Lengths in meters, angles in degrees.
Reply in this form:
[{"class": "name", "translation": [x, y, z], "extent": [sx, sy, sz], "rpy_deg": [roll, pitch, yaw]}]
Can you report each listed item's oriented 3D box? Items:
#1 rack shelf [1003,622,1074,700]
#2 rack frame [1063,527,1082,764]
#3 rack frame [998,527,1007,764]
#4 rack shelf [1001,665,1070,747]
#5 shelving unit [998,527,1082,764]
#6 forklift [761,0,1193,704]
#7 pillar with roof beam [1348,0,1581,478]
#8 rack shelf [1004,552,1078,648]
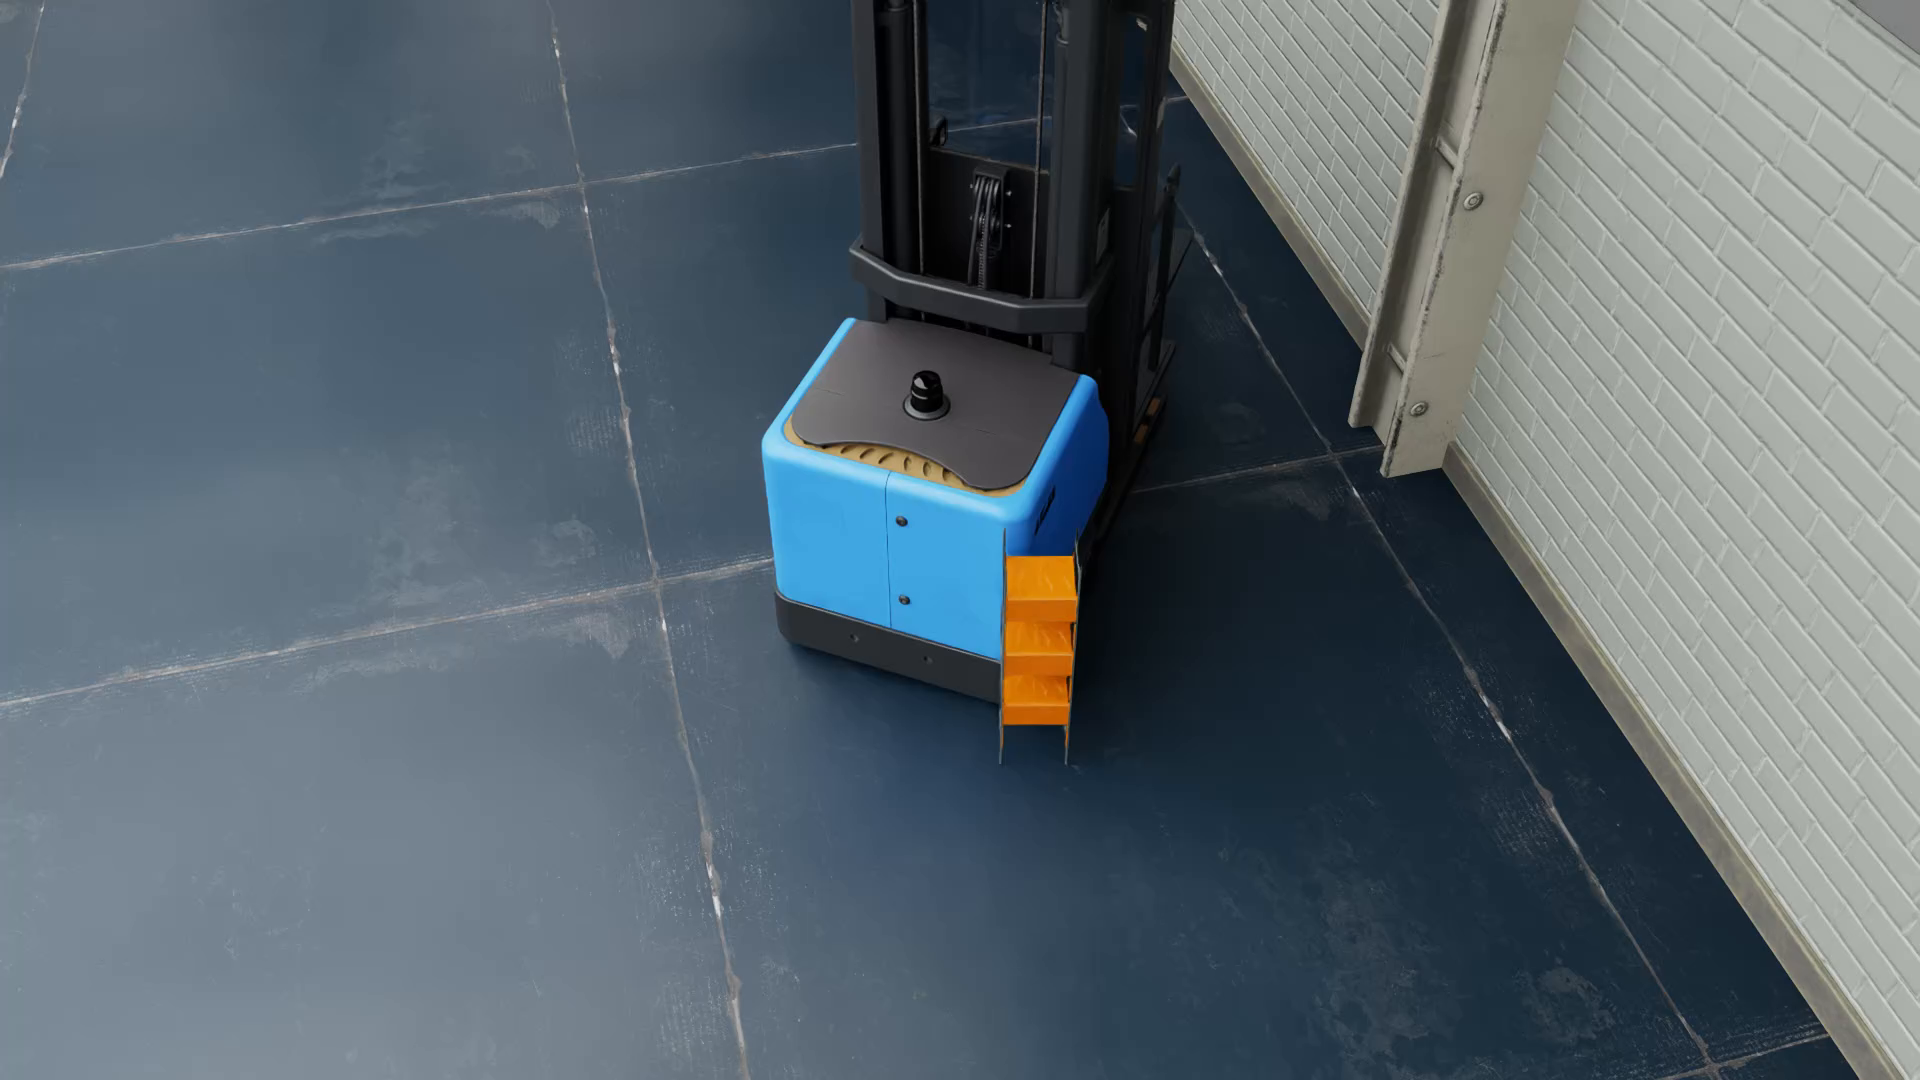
[{"class": "rack shelf", "translation": [0.272, 0.403, 5.885], "extent": [0.240, 0.259, 0.215], "rpy_deg": [0, 46, 0]}, {"class": "rack frame", "translation": [0.394, 0.395, 5.878], "extent": [0.008, 1.050, 0.200], "rpy_deg": [0, 46, 0]}, {"class": "rack frame", "translation": [0.150, 0.396, 5.877], "extent": [0.008, 1.050, 0.200], "rpy_deg": [0, 46, 0]}, {"class": "rack shelf", "translation": [0.272, 0.597, 6.084], "extent": [0.240, 0.259, 0.215], "rpy_deg": [0, 46, 0]}, {"class": "shelving unit", "translation": [0.272, 0.396, 5.878], "extent": [0.252, 1.050, 0.215], "rpy_deg": [0, 46, 0]}, {"class": "forklift", "translation": [0.284, -1.476, 6.395], "extent": [1.130, 2.935, 3.031], "rpy_deg": [15, 48, 15]}, {"class": "pillar with roof beam", "translation": [-2.208, -2.798, 3.443], "extent": [9.100, 9.000, 0.400], "rpy_deg": [-11, 47, -10]}, {"class": "rack shelf", "translation": [0.272, 0.205, 5.682], "extent": [0.240, 0.259, 0.215], "rpy_deg": [0, 46, 0]}]
